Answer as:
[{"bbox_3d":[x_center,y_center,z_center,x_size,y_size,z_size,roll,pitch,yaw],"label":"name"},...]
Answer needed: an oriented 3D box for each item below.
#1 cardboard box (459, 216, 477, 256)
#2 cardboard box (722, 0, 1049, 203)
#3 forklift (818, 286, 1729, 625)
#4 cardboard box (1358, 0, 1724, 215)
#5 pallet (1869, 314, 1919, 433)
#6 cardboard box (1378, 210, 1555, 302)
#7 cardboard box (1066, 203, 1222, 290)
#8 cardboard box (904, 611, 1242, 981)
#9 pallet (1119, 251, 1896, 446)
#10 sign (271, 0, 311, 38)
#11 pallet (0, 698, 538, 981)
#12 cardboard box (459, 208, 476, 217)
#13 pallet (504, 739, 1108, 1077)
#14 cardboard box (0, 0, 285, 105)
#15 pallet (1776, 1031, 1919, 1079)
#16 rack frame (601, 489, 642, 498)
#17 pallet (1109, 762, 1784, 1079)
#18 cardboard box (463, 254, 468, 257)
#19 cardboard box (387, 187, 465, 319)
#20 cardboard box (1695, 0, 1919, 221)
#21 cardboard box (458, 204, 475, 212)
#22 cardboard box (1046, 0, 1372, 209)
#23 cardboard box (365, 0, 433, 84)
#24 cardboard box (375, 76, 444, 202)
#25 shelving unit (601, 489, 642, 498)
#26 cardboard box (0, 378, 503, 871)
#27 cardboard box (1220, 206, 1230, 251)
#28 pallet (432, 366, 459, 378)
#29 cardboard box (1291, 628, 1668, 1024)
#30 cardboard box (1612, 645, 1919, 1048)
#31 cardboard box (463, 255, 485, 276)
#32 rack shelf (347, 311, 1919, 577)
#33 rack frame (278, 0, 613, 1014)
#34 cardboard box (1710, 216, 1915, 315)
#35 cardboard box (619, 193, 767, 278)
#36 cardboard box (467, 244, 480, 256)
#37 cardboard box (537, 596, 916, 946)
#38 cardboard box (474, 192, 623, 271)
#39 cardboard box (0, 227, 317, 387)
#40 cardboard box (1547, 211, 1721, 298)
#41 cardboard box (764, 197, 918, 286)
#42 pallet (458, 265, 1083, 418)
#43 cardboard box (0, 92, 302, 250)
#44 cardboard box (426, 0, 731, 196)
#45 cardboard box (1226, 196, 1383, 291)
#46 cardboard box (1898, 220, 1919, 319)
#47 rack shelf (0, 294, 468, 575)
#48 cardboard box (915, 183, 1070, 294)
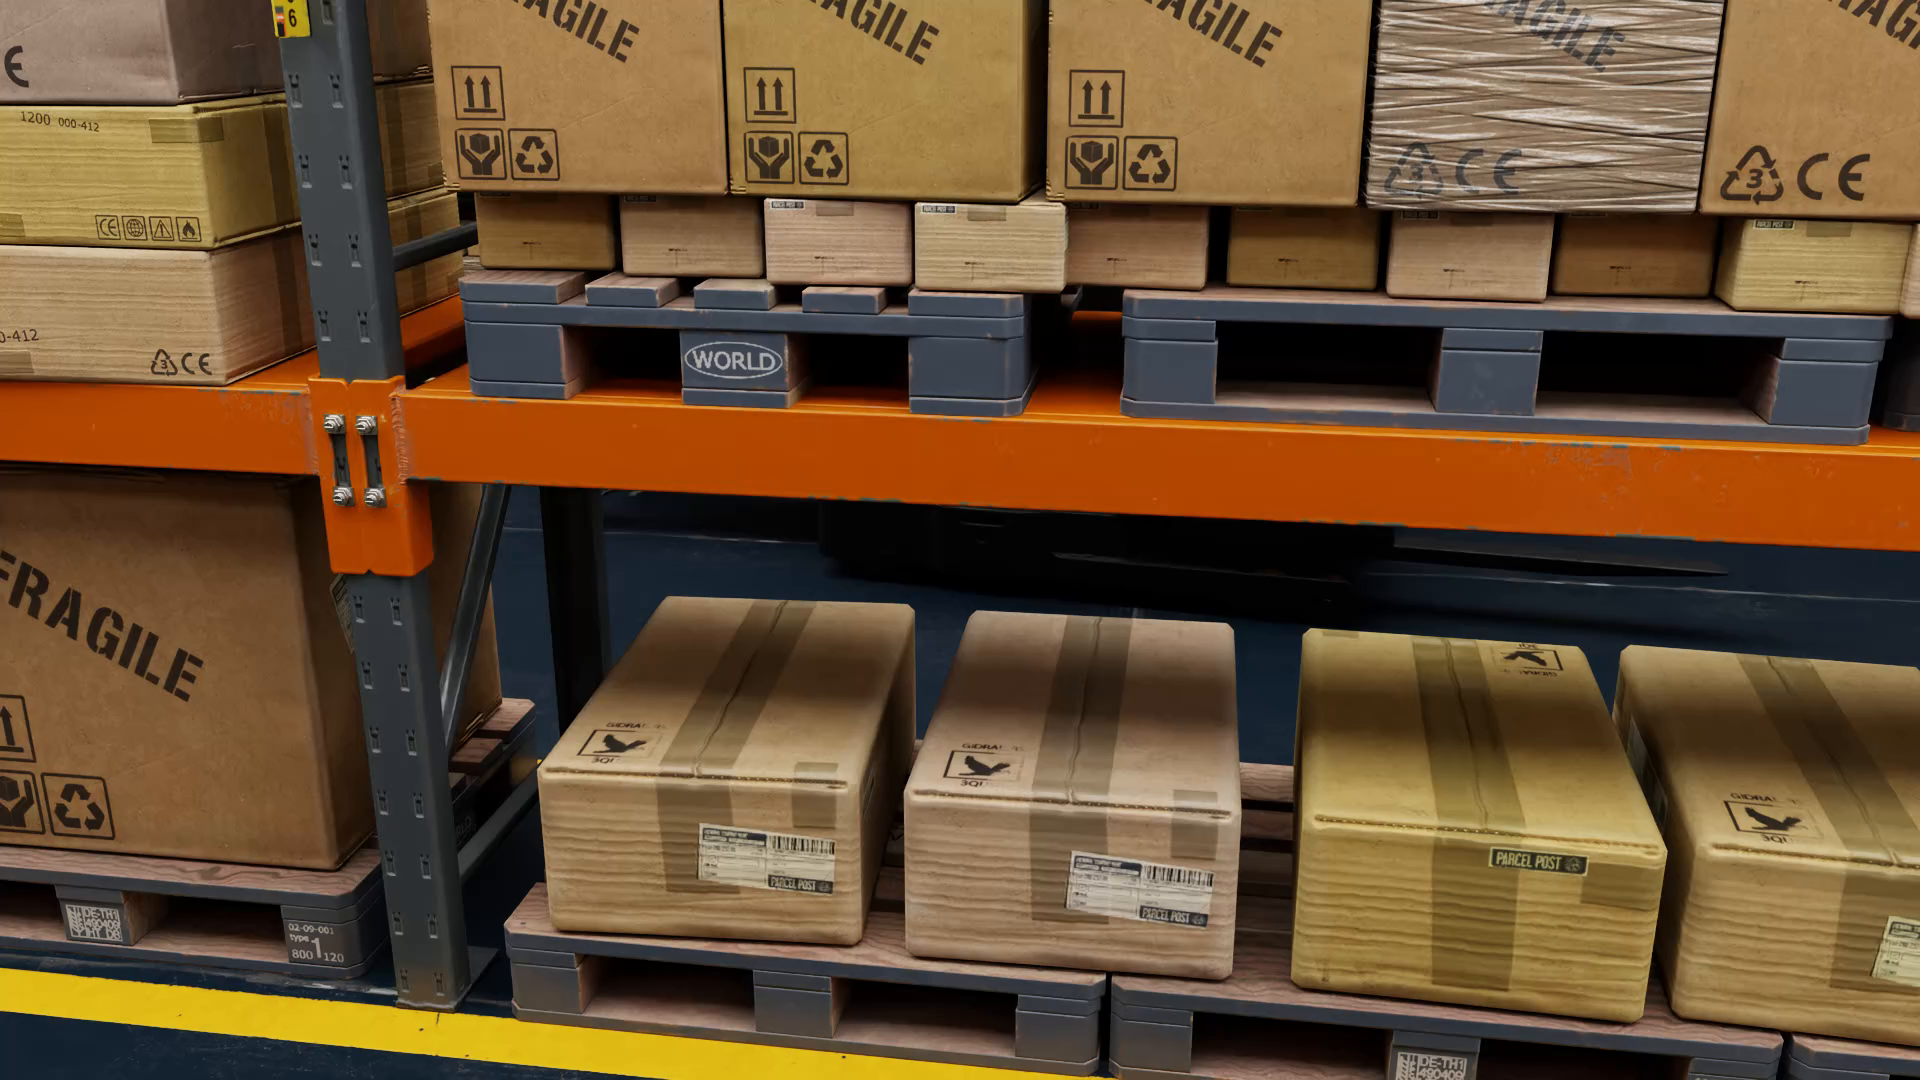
[{"bbox_3d":[-2.573,-1.542,8.441,0.250,0.149,0.380,4,19,11],"label":"cardboard box"},{"bbox_3d":[-0.095,-0.880,2.919,0.500,0.500,0.500,4,19,11],"label":"cardboard box"},{"bbox_3d":[1.069,-1.299,5.566,3.031,2.935,1.130,5,19,14],"label":"forklift"},{"bbox_3d":[0.923,-0.828,2.763,0.500,0.500,0.500,2,19,7],"label":"cardboard box"},{"bbox_3d":[2.200,-0.404,3.085,1.213,0.211,1.003,3,19,9],"label":"pallet"},{"bbox_3d":[0.861,-0.521,2.866,0.250,0.149,0.380,4,19,10],"label":"cardboard box"},{"bbox_3d":[0.329,-0.556,2.973,0.250,0.149,0.380,4,19,12],"label":"cardboard box"},{"bbox_3d":[0.268,0.501,3.557,0.625,0.372,0.950,3,19,8],"label":"cardboard box"},{"bbox_3d":[0.943,-0.434,3.176,1.213,0.211,1.003,3,19,9],"label":"pallet"},{"bbox_3d":[-1.103,-0.987,2.701,0.005,0.325,0.100,3,19,9],"label":"sign"},{"bbox_3d":[-1.785,0.647,4.036,1.213,0.211,1.003,3,19,9],"label":"pallet"},{"bbox_3d":[-2.490,-1.710,8.941,0.250,0.149,0.380,3,19,9],"label":"cardboard box"},{"bbox_3d":[-0.247,0.750,3.728,1.213,0.211,1.003,3,19,9],"label":"pallet"},{"bbox_3d":[-1.570,-1.078,3.063,0.500,0.500,0.500,2,19,7],"label":"cardboard box"},{"bbox_3d":[2.162,0.873,3.361,1.213,0.211,1.003,3,19,9],"label":"pallet"},{"bbox_3d":[-1.392,-0.668,6.528,0.032,1.125,0.500,5,19,14],"label":"rack frame"},{"bbox_3d":[0.954,0.812,3.542,1.213,0.211,1.003,3,19,9],"label":"pallet"},{"bbox_3d":[-2.723,-1.237,8.551,0.500,0.500,0.500,2,19,7],"label":"cardboard box"},{"bbox_3d":[-1.461,-0.644,3.738,0.500,0.250,0.500,3,19,8],"label":"cardboard box"},{"bbox_3d":[1.440,-0.802,2.685,0.500,0.500,0.500,4,19,11],"label":"cardboard box"},{"bbox_3d":[-2.752,-1.705,8.927,0.250,0.149,0.380,3,19,10],"label":"cardboard box"},{"bbox_3d":[0.430,-0.856,2.845,0.500,0.500,0.500,3,19,10],"label":"cardboard box"},{"bbox_3d":[-1.466,-1.235,3.533,0.500,0.500,0.500,2,19,7],"label":"cardboard box"},{"bbox_3d":[-1.479,-0.881,3.657,0.500,0.250,0.500,3,19,8],"label":"cardboard box"},{"bbox_3d":[-0.901,-0.627,6.403,1.048,1.125,0.538,5,19,14],"label":"shelving unit"},{"bbox_3d":[-1.687,0.136,3.857,0.875,0.875,0.875,3,19,8],"label":"cardboard box"},{"bbox_3d":[0.624,-0.683,3.351,0.250,0.149,0.380,3,19,9],"label":"cardboard box"},{"bbox_3d":[-2.167,-0.956,8.829,1.213,0.211,1.003,3,19,9],"label":"pallet"},{"bbox_3d":[1.016,0.541,3.438,0.625,0.372,0.950,4,19,10],"label":"cardboard box"},{"bbox_3d":[1.703,0.576,3.335,0.625,0.372,0.950,4,19,12],"label":"cardboard box"},{"bbox_3d":[-2.212,-1.209,8.467,0.500,0.500,0.500,2,19,7],"label":"cardboard box"},{"bbox_3d":[0.957,-0.170,3.218,4.000,0.370,1.077,3,19,9],"label":"rack shelf"},{"bbox_3d":[-1.018,-0.612,3.405,0.127,3.000,1.000,3,19,9],"label":"rack frame"},{"bbox_3d":[1.374,-0.486,2.762,0.250,0.149,0.380,3,19,9],"label":"cardboard box"},{"bbox_3d":[-0.453,-0.593,3.081,0.250,0.149,0.380,2,19,5],"label":"cardboard box"},{"bbox_3d":[-2.302,-1.538,8.427,0.250,0.149,0.380,3,19,9],"label":"cardboard box"},{"bbox_3d":[-0.462,0.467,3.661,0.625,0.372,0.950,2,19,5],"label":"cardboard box"},{"bbox_3d":[-0.727,-0.617,3.155,0.250,0.149,0.380,2,19,5],"label":"cardboard box"},{"bbox_3d":[-1.559,-0.485,3.261,0.500,0.250,0.500,2,19,7],"label":"cardboard box"},{"bbox_3d":[1.131,-0.531,2.898,0.250,0.149,0.380,2,19,7],"label":"cardboard box"},{"bbox_3d":[-0.190,-0.564,2.997,0.250,0.149,0.380,2,19,5],"label":"cardboard box"},{"bbox_3d":[-0.298,-0.518,3.428,1.003,0.211,1.213,3,19,9],"label":"pallet"},{"bbox_3d":[-1.537,-0.723,3.184,0.500,0.250,0.500,3,19,8],"label":"cardboard box"},{"bbox_3d":[-0.611,-0.904,2.991,0.500,0.500,0.500,2,19,7],"label":"cardboard box"},{"bbox_3d":[0.614,-0.554,2.967,0.250,0.149,0.380,4,19,11],"label":"cardboard box"},{"bbox_3d":[1.609,-0.462,2.691,0.250,0.149,0.380,3,19,9],"label":"cardboard box"},{"bbox_3d":[-2.993,-0.371,3.820,4.000,0.370,1.077,3,19,9],"label":"rack shelf"},{"bbox_3d":[0.078,-0.544,2.936,0.250,0.149,0.380,3,19,9],"label":"cardboard box"}]
